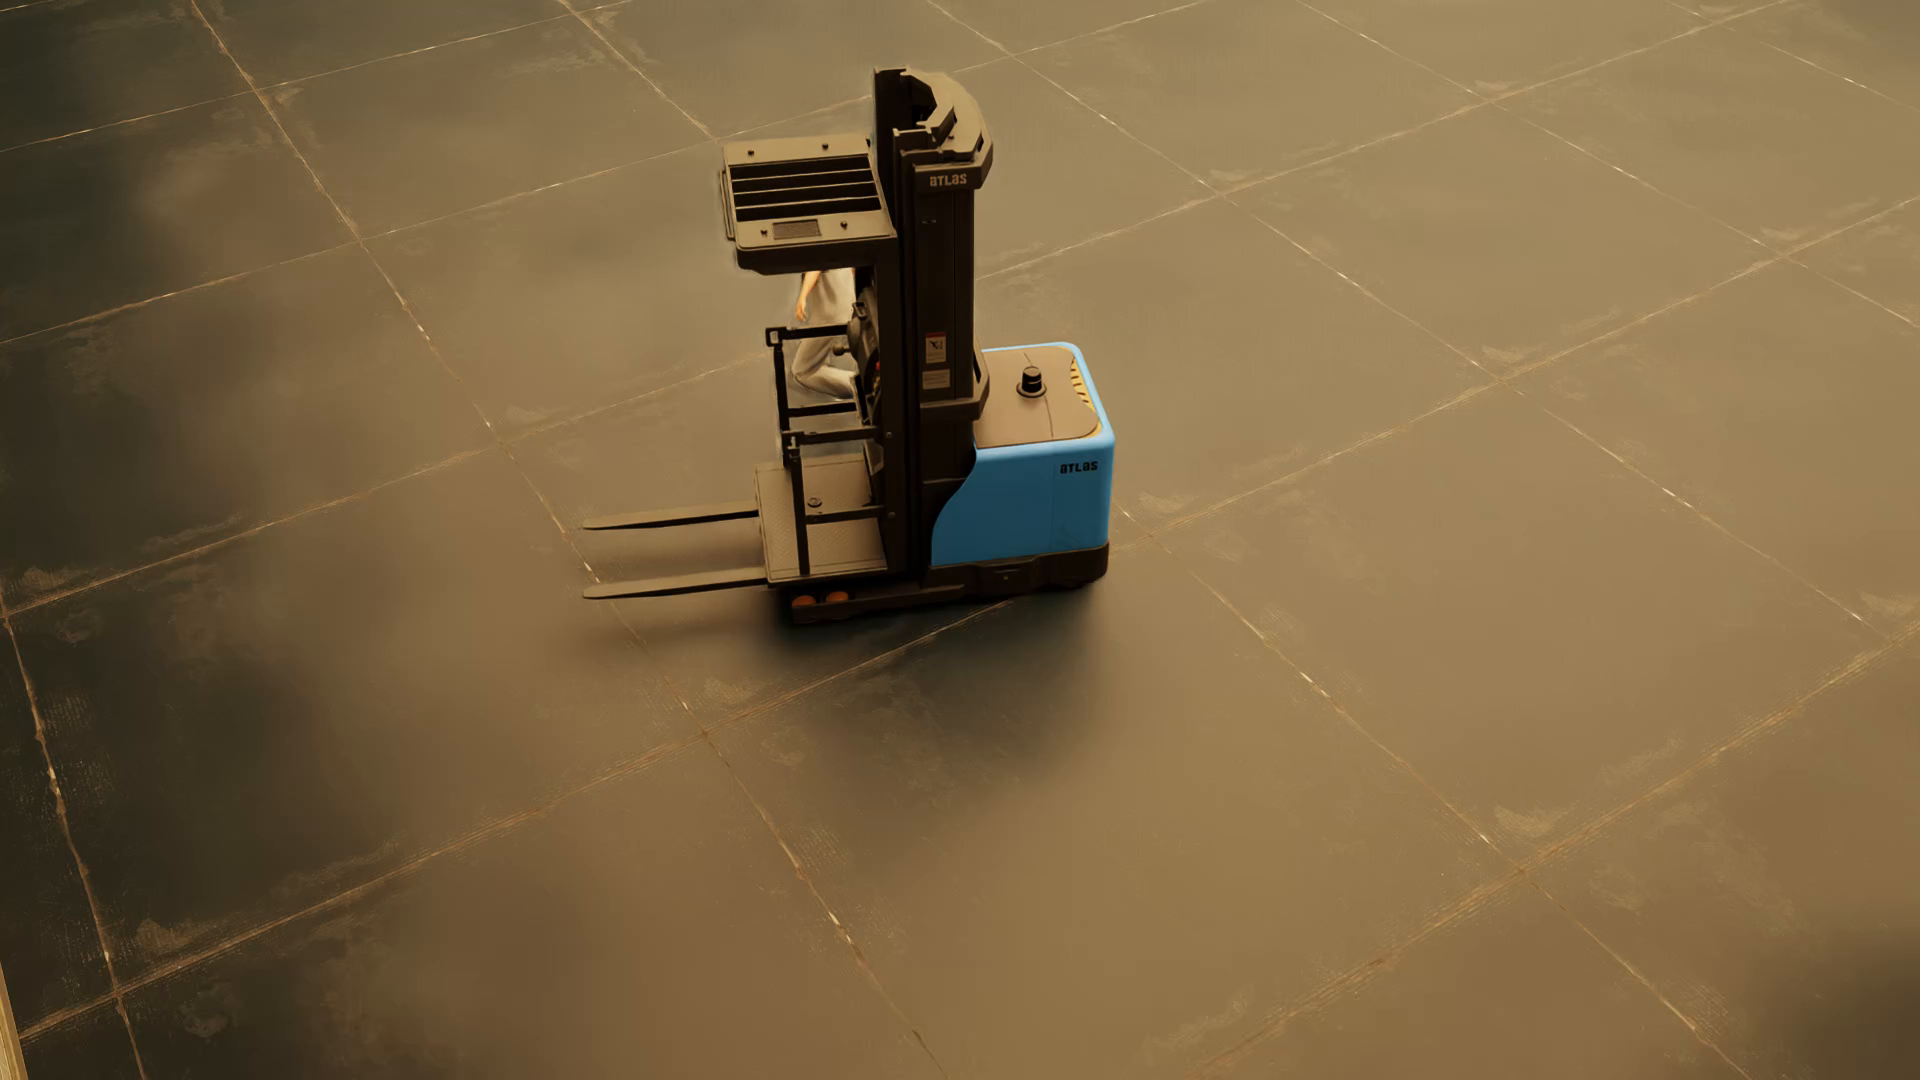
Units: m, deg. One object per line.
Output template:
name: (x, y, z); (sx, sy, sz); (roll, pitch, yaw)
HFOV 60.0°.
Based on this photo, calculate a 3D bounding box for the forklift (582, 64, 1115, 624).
forklift: (-0.696, -0.999, 9.014); (3.031, 2.935, 1.130); (-7, 42, -7)

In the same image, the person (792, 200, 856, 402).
person: (-0.892, -1.427, 10.632); (0.705, 1.450, 1.063); (18, 44, 20)
